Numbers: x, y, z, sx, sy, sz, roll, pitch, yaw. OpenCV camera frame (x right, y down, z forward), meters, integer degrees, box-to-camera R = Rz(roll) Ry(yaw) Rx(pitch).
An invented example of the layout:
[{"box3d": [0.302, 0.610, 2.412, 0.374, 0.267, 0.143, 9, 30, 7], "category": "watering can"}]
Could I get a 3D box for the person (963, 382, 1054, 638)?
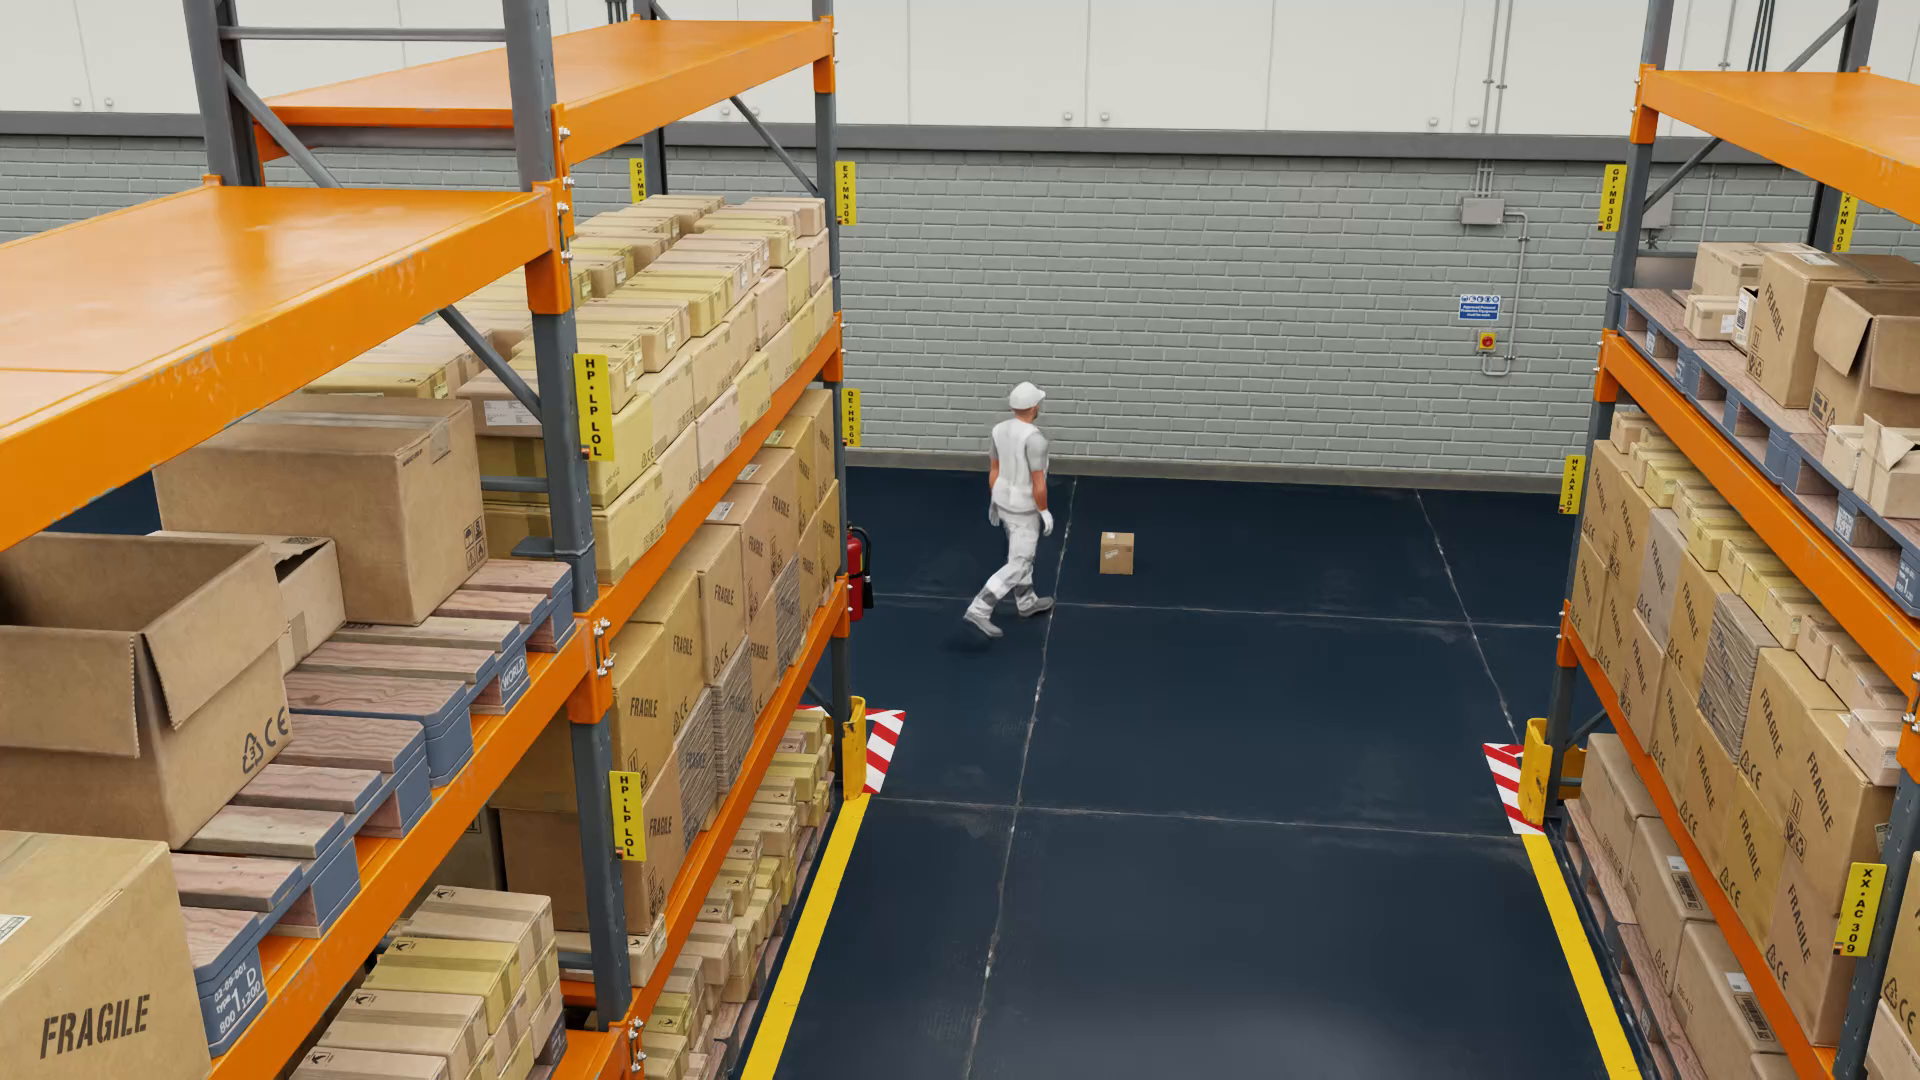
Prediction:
[{"box3d": [0.365, -0.208, 11.577, 0.904, 1.780, 0.578, -12, 24, -28], "category": "person"}]
